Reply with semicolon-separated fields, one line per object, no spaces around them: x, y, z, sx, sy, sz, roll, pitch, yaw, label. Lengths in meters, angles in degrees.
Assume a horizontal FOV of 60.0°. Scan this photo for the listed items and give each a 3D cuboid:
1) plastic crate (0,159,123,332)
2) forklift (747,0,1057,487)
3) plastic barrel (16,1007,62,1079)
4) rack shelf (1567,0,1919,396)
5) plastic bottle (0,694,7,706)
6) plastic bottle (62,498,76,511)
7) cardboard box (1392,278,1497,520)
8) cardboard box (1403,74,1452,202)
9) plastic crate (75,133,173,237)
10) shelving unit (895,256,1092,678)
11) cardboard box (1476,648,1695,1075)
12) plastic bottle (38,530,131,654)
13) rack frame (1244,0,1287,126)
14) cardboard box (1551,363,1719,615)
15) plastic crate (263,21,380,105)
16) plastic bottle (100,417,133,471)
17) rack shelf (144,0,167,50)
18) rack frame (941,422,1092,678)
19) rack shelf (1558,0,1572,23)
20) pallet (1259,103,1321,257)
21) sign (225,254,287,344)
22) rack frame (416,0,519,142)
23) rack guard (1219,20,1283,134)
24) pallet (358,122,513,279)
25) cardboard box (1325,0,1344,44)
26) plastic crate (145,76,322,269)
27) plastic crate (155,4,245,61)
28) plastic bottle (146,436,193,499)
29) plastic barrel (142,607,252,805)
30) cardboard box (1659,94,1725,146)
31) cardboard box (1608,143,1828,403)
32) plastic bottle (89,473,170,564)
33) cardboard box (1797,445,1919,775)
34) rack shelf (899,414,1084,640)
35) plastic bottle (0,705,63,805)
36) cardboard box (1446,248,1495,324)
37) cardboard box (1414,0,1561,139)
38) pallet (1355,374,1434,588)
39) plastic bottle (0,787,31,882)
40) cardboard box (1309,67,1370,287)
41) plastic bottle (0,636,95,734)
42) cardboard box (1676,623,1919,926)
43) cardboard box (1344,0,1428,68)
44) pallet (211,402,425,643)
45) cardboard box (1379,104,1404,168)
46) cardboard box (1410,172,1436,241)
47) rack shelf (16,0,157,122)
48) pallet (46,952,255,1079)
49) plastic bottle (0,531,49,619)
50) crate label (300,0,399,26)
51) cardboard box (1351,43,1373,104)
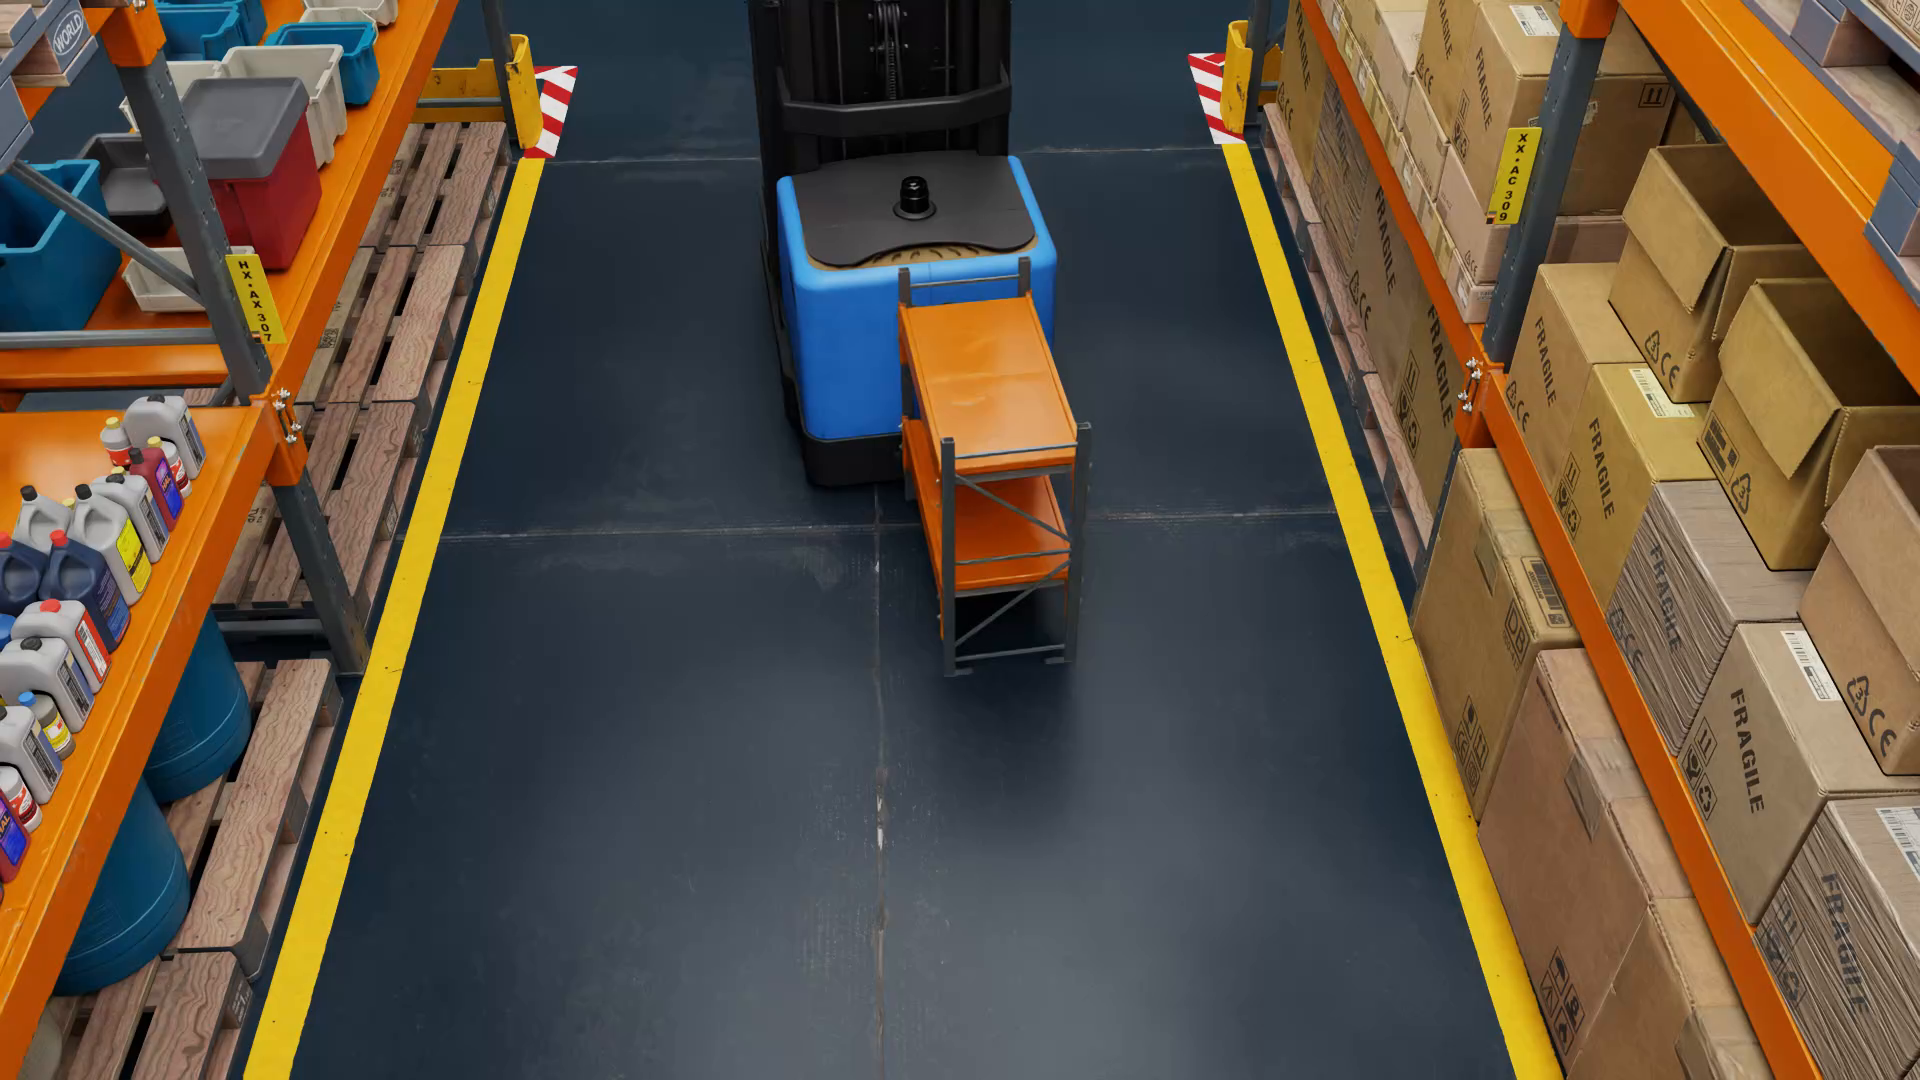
-3.082;-0.946;5.530;0.392;0.384;0.575;-2;43;-2;plastic crate
-0.373;-2.306;7.096;1.130;2.935;3.031;-7;43;-7;forklift
-2.751;1.367;4.569;0.421;0.512;0.421;0;43;0;plastic barrel
2.312;-0.257;3.123;1.077;0.370;4.000;-2;43;-2;rack shelf
-2.463;0.374;4.218;0.097;0.271;0.097;0;43;0;plastic bottle
-2.490;-0.032;4.712;0.097;0.201;0.097;0;43;0;plastic bottle
2.279;-0.586;6.431;0.875;0.875;0.875;-2;43;-2;cardboard box
1.922;-1.461;6.015;0.500;0.250;0.500;0;43;-1;cardboard box
-3.037;-1.293;6.100;0.437;0.125;0.590;-2;43;-2;plastic crate
0.101;-0.277;6.219;0.538;1.125;1.048;-6;43;-7;shelving unit
2.313;0.896;4.814;1.225;0.875;0.875;-3;43;-3;cardboard box
-2.348;0.130;4.425;0.144;0.351;0.185;-2;43;-2;plastic bottle
2.057;-3.467;8.313;1.000;3.000;0.127;-2;43;-2;rack frame
2.019;-0.146;4.616;0.500;0.500;0.500;-2;43;-2;cardboard box
-2.548;-1.906;6.689;0.416;0.233;0.300;-2;43;-2;plastic crate
-2.505;-0.278;4.981;0.097;0.201;0.097;0;43;0;plastic bottle
-2.806;-2.815;5.914;1.077;0.370;4.000;-2;43;-2;rack shelf
0.185;0.062;5.850;0.500;1.125;0.032;-6;43;-7;rack frame
2.142;-2.957;6.069;1.077;0.370;4.000;-2;43;-2;rack shelf
2.169;-1.902;8.668;1.003;0.211;1.213;-2;43;-2;pallet
-2.172;-0.741;5.134;0.100;0.325;0.005;-2;43;-2;sign
-2.891;-3.325;8.158;1.000;3.000;0.127;-2;43;-2;rack frame
2.056;-2.562;9.175;1.175;0.500;0.348;-2;43;-2;rack guard
-2.895;-1.739;8.491;1.003;0.211;1.213;-2;43;-2;pallet
1.800;-2.257;7.179;0.380;0.149;0.250;-2;43;-2;cardboard box
-2.509;-1.280;5.835;0.402;0.464;0.583;-2;43;-2;plastic crate
-3.141;-2.018;6.811;0.416;0.233;0.300;-2;43;-2;plastic crate
-2.349;-0.217;4.914;0.097;0.201;0.097;0;43;0;plastic bottle
-2.715;0.362;5.377;0.600;0.901;0.708;-2;43;-2;plastic barrel
2.462;-1.428;5.424;0.500;0.500;0.500;-2;43;-2;cardboard box
2.263;-0.742;4.524;0.797;0.503;0.637;-3;43;-3;cardboard box
-2.366;-0.075;4.704;0.152;0.276;0.135;-2;43;-2;plastic bottle
2.322;0.140;3.561;0.797;0.503;0.637;0;43;0;cardboard box
0.101;-0.097;6.385;0.538;0.278;1.000;-6;43;-7;rack shelf
-2.329;0.512;4.063;0.152;0.276;0.135;-2;43;-2;plastic bottle
1.887;-0.871;5.666;0.380;0.149;0.250;-1;43;-2;cardboard box
1.923;-1.739;5.763;0.500;0.500;0.500;-1;43;-1;cardboard box
2.273;-0.254;6.871;1.003;0.211;1.213;-2;43;-2;pallet
-2.274;0.665;3.891;0.061;0.283;0.133;-2;43;-2;plastic bottle
2.203;-1.795;7.750;0.875;0.875;0.875;-2;43;-2;cardboard box
-2.339;0.356;4.234;0.152;0.276;0.135;-2;43;-2;plastic bottle
2.067;0.540;3.867;0.500;0.500;0.500;-1;43;-1;cardboard box
1.882;-2.147;6.764;0.500;0.250;0.500;-2;43;-3;cardboard box
-2.791;-0.092;6.694;1.003;0.211;1.213;-2;43;-2;pallet
1.843;-1.565;6.424;0.380;0.149;0.250;-1;43;-1;cardboard box
1.865;-1.218;6.044;0.380;0.149;0.250;-2;43;-3;cardboard box
-2.636;-0.115;2.968;1.077;0.370;4.000;-2;43;-2;rack shelf
-2.675;1.751;4.683;1.003;0.211;1.213;-2;43;-2;pallet
-2.492;0.134;4.421;0.144;0.351;0.185;-2;43;-2;plastic bottle
-2.642;-2.321;7.213;0.396;0.136;0.243;-2;43;-2;crate label
1.822;-1.910;6.800;0.380;0.149;0.250;-1;43;-1;cardboard box
